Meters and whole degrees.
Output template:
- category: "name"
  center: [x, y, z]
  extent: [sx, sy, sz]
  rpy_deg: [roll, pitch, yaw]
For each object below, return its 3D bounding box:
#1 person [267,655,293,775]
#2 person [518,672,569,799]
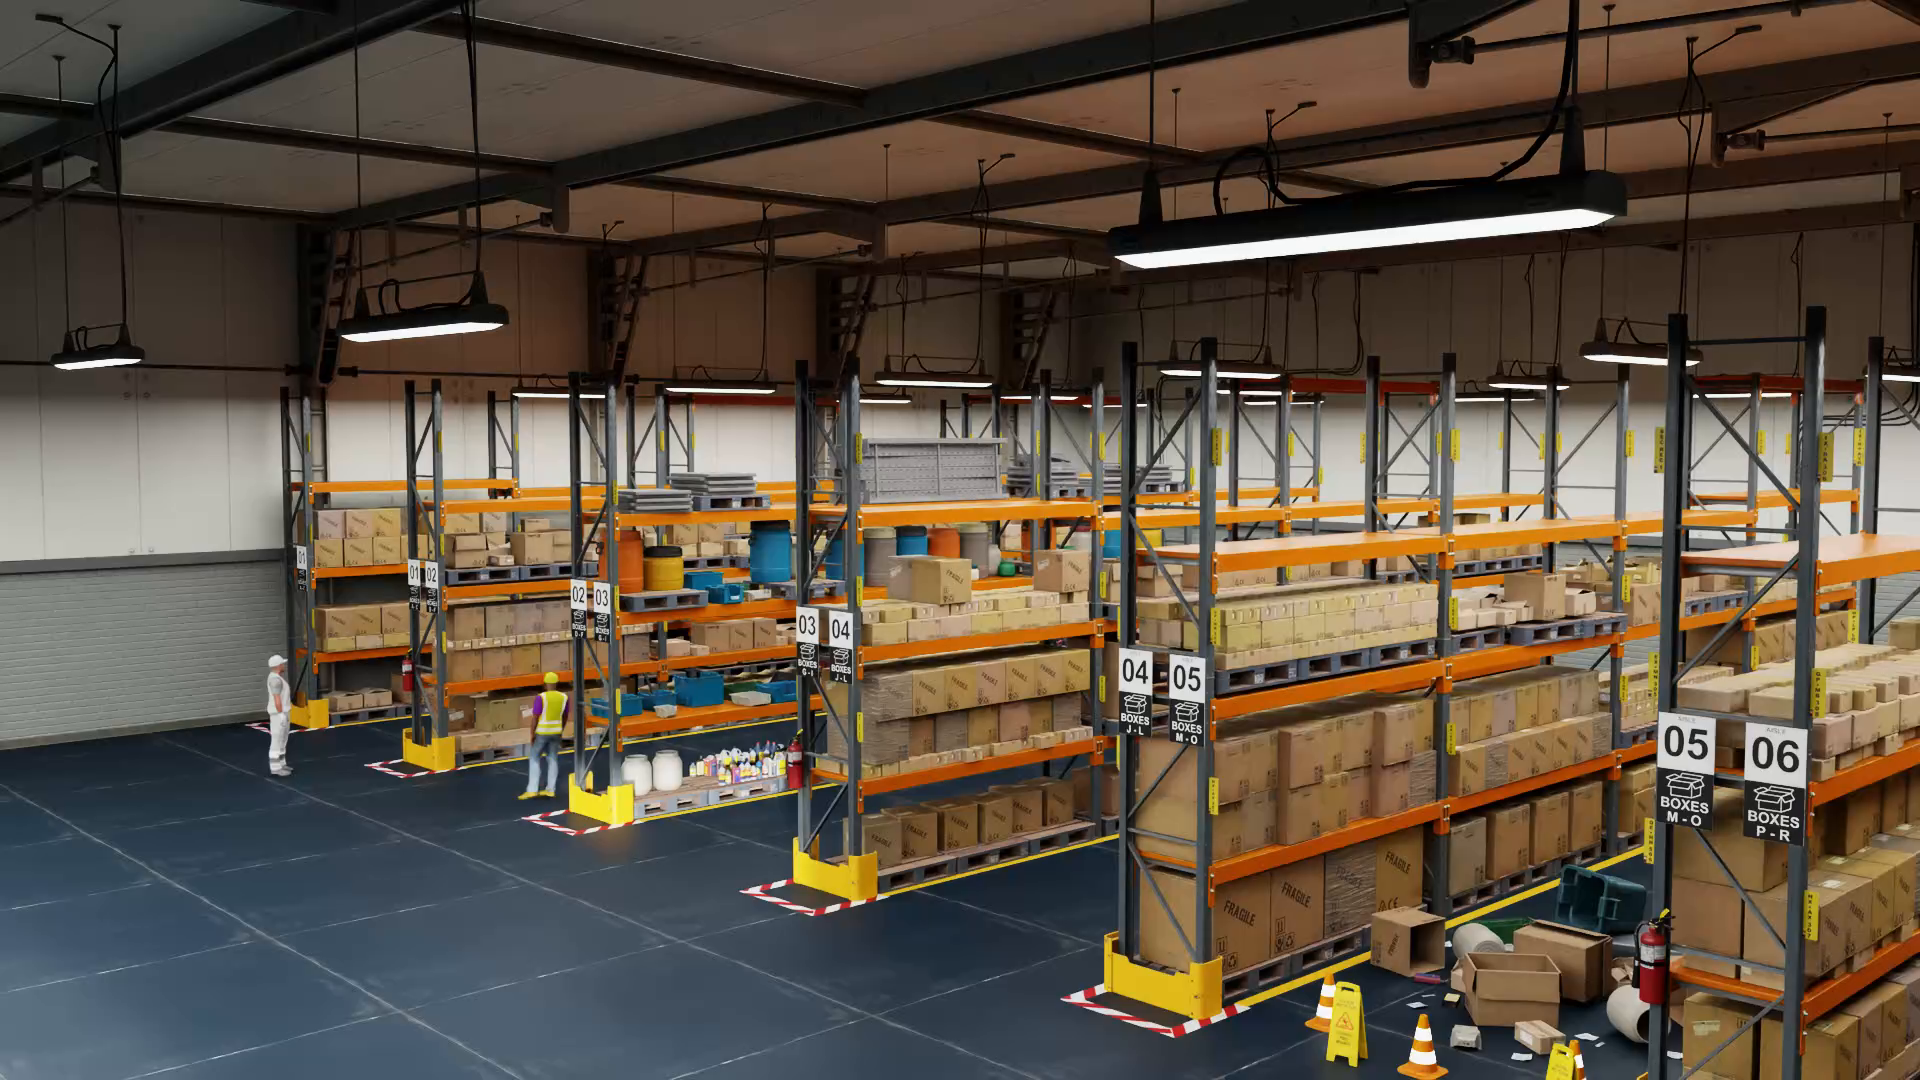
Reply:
- category: "person"
  center: [-10.347, 2.647, 25.310]
  extent: [0.422, 1.796, 0.570]
  rpy_deg: [0, 4, -5]
- category: "person"
  center: [-5.901, 2.775, 23.628]
  extent: [0.702, 1.795, 0.387]
  rpy_deg: [-3, 5, -42]
